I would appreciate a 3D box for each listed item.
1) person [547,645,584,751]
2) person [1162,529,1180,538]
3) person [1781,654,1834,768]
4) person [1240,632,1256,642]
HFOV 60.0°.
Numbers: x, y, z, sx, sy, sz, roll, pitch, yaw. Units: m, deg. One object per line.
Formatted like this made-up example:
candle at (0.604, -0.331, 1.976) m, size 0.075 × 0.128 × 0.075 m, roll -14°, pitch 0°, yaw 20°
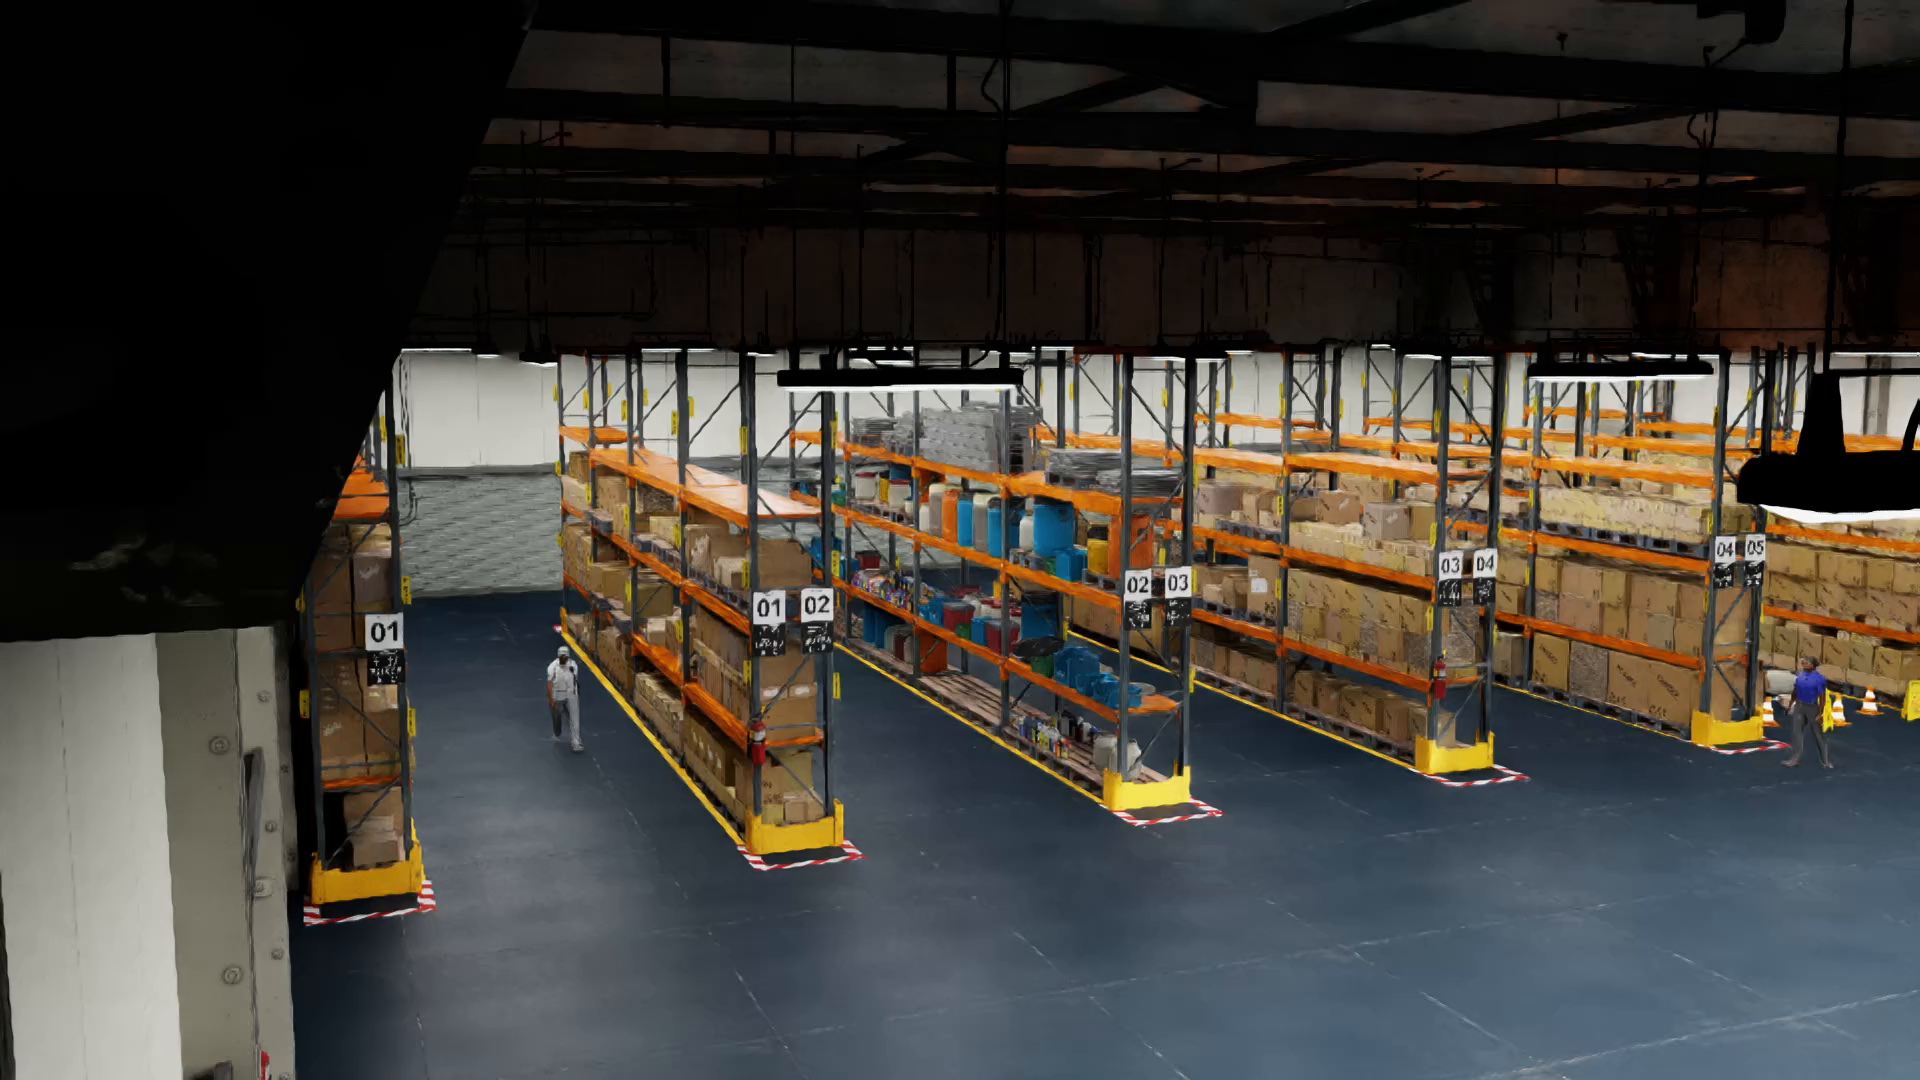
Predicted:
person at (-5.979, 2.353, 25.103) m, size 0.497 × 1.583 × 1.090 m, roll -3°, pitch 8°, yaw -19°
person at (5.252, 0.264, 41.287) m, size 0.571 × 1.647 × 0.405 m, roll 5°, pitch 9°, yaw 32°
person at (12.272, 2.491, 24.070) m, size 0.612 × 1.590 × 0.704 m, roll -4°, pitch 8°, yaw -27°
person at (5.763, 1.324, 32.836) m, size 0.719 × 1.714 × 0.578 m, roll -3°, pitch 8°, yaw -23°
